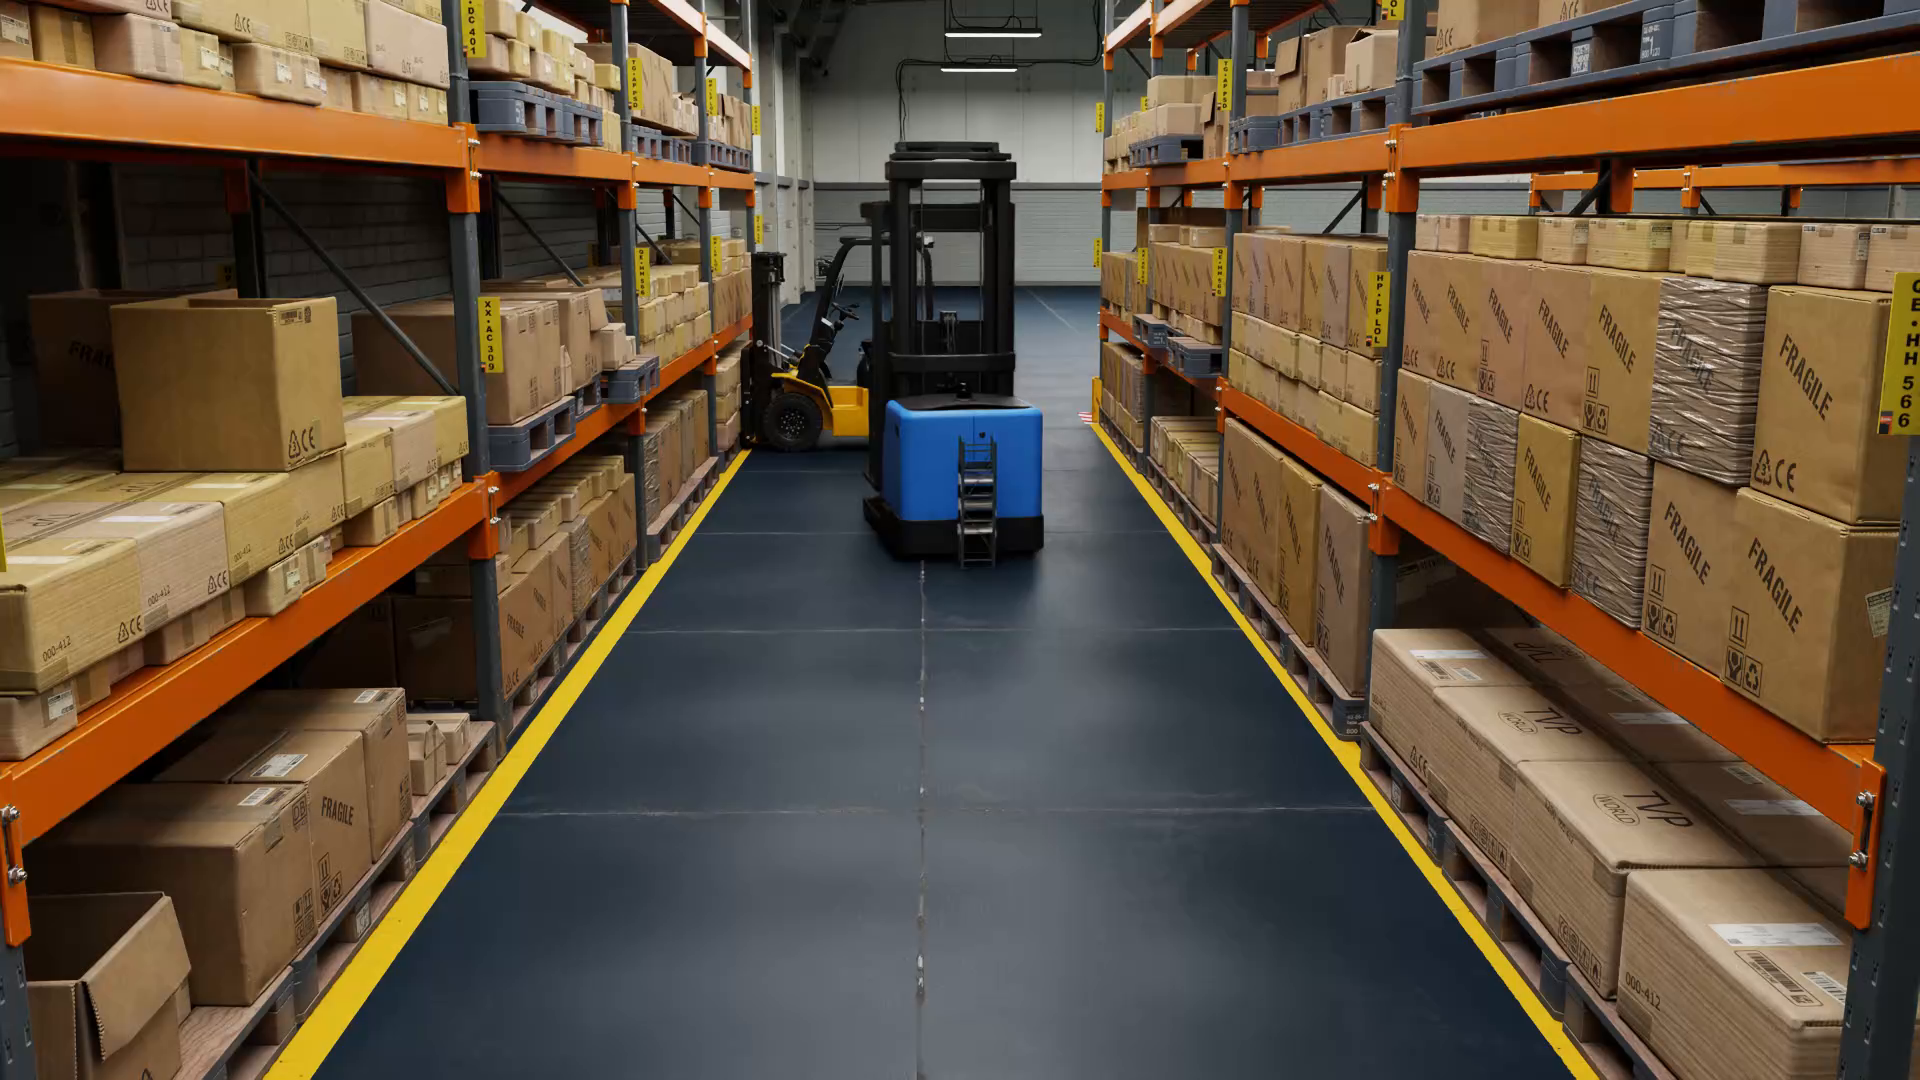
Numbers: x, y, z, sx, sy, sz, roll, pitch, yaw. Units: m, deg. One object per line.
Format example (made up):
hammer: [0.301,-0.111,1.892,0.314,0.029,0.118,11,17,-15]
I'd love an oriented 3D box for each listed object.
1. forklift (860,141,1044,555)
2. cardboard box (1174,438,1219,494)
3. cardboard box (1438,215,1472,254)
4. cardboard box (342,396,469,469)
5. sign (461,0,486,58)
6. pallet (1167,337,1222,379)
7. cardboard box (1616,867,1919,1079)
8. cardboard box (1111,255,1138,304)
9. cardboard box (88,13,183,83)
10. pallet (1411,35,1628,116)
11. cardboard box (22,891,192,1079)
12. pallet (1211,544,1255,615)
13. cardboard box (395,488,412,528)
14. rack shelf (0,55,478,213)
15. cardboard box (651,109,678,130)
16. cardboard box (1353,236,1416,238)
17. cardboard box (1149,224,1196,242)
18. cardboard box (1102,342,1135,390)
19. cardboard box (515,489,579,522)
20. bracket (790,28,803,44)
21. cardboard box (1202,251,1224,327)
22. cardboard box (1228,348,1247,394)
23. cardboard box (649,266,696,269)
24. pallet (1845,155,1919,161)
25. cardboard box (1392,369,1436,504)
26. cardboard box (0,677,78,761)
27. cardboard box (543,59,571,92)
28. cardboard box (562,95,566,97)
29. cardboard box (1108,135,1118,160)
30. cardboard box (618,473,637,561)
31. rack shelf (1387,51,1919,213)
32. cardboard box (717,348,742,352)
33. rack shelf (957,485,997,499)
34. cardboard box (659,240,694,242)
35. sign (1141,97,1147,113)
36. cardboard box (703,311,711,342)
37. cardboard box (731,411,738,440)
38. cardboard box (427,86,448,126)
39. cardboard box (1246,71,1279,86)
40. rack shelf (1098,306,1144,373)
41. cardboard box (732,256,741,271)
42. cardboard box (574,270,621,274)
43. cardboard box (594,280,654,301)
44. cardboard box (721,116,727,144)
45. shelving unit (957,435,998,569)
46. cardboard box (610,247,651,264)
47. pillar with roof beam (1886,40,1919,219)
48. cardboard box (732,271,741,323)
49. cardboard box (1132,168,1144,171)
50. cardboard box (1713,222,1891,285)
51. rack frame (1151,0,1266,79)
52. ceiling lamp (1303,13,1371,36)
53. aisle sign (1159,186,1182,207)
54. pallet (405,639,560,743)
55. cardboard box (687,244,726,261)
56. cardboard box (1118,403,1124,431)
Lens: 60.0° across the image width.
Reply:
forklift: [-0.174,-1.577,12.958,1.130,2.935,3.031,-2,12,-10]
cardboard box: [2.257,-0.607,13.562,0.950,0.372,0.625,0,11,1]
cardboard box: [2.143,-1.227,6.664,0.380,0.149,0.250,0,11,0]
cardboard box: [-2.333,-0.435,6.790,0.500,0.250,0.500,0,11,0]
sign: [-2.045,-2.191,6.968,0.100,0.325,0.005,0,11,-1]
pallet: [2.171,-1.327,12.037,1.213,0.211,1.003,0,11,-1]
cardboard box: [2.344,1.230,4.341,0.875,0.438,0.875,-1,11,-3]
cardboard box: [1.885,-2.765,17.645,0.500,0.500,0.500,0,11,-2]
cardboard box: [-2.201,-1.233,4.178,0.380,0.149,0.250,0,11,0]
pallet: [2.381,-1.748,6.312,1.003,0.211,1.213,0,11,-1]
cardboard box: [-2.423,1.227,4.187,0.797,0.503,0.637,-1,11,-3]
pallet: [2.233,0.244,10.826,1.003,0.211,1.213,0,11,-1]
cardboard box: [-2.294,-0.122,6.250,0.380,0.149,0.250,0,11,0]
rack shelf: [-2.546,-1.183,5.112,1.077,0.370,4.000,0,11,-1]
cardboard box: [-2.411,-3.285,12.985,0.380,0.149,0.250,0,11,-2]
cardboard box: [2.587,-1.516,9.722,0.500,0.500,0.500,0,11,-1]
cardboard box: [1.866,-2.698,14.628,0.380,0.149,0.250,0,11,-1]
cardboard box: [1.868,-1.929,18.499,0.500,0.500,0.500,-1,11,-3]
cardboard box: [-2.408,-0.196,9.582,0.380,0.149,0.250,-1,11,-4]
bracket: [-3.802,-11.588,37.994,0.076,0.066,4.783,0,11,-1]
cardboard box: [2.005,-1.769,11.681,0.500,0.500,0.500,-1,11,-3]
cardboard box: [2.051,-1.108,10.853,0.500,0.250,0.500,0,11,-2]
cardboard box: [-2.501,-2.302,14.480,0.380,0.149,0.250,0,11,-2]
pallet: [7.173,-2.825,11.872,1.213,0.211,1.003,0,11,1]
cardboard box: [2.123,-0.439,6.928,0.500,0.500,0.500,0,11,1]
cardboard box: [-2.238,0.388,3.732,0.380,0.149,0.250,0,11,-2]
cardboard box: [-2.216,-2.380,8.524,0.380,0.149,0.250,0,11,0]
cardboard box: [-2.422,-2.525,9.291,0.380,0.149,0.250,0,11,1]
cardboard box: [1.872,-4.211,17.856,0.500,0.250,0.500,0,11,-2]
cardboard box: [-2.447,-0.156,11.015,0.500,0.500,0.500,0,11,0]
rack shelf: [2.416,-1.204,5.217,1.077,0.370,4.000,0,11,-1]
cardboard box: [-2.478,-1.905,17.750,0.500,0.250,0.500,0,11,0]
rack shelf: [0.119,-0.317,11.540,0.258,0.077,0.200,-1,15,-5]
cardboard box: [-3.061,-3.140,17.861,0.380,0.149,0.250,0,11,-1]
sign: [1.667,-3.794,14.873,0.100,0.325,0.005,0,11,-1]
cardboard box: [-2.481,-1.881,14.664,0.500,0.250,0.500,0,11,0]
cardboard box: [-2.458,-1.110,16.347,0.500,0.250,0.500,0,11,-2]
cardboard box: [-2.285,-1.740,6.679,0.380,0.149,0.250,0,11,-2]
cardboard box: [2.392,-3.605,13.302,0.500,0.250,0.500,0,11,0]
rack shelf: [2.168,-2.120,17.273,1.077,0.370,4.000,0,11,-1]
cardboard box: [-2.497,-2.893,17.392,0.380,0.149,0.250,0,11,-1]
cardboard box: [-2.997,-2.146,13.711,0.380,0.149,0.250,0,11,-1]
cardboard box: [-2.420,-1.794,11.975,0.380,0.149,0.250,0,11,0]
cardboard box: [-2.480,-4.009,16.261,0.396,0.266,0.258,-1,11,-2]
shelving unit: [0.119,-0.262,11.555,0.258,0.900,0.210,-1,15,-5]
cardboard box: [-3.062,-2.629,15.340,0.380,0.149,0.250,0,11,-1]
pillar with roof beam: [22.847,-11.722,47.705,9.100,9.000,0.548,0,11,-1]
cardboard box: [-2.529,-2.496,17.067,0.500,0.500,0.500,0,11,-1]
cardboard box: [1.891,-3.688,16.280,0.380,0.149,0.250,0,11,0]
cardboard box: [2.131,-0.718,4.157,0.380,0.149,0.250,0,11,-2]
rack frame: [2.209,-5.015,14.645,1.000,3.000,0.127,0,11,-1]
ceiling lamp: [8.063,-11.942,34.108,2.000,3.185,0.800,0,11,-1]
aisle sign: [2.415,-4.157,18.969,0.394,0.787,0.004,0,11,-1]
pallet: [-2.642,0.742,8.372,1.003,0.211,1.213,0,11,-1]
cardboard box: [-2.476,-2.785,16.110,0.380,0.149,0.250,0,11,0]
cardboard box: [1.902,-1.256,17.067,0.500,0.250,0.500,0,11,0]
